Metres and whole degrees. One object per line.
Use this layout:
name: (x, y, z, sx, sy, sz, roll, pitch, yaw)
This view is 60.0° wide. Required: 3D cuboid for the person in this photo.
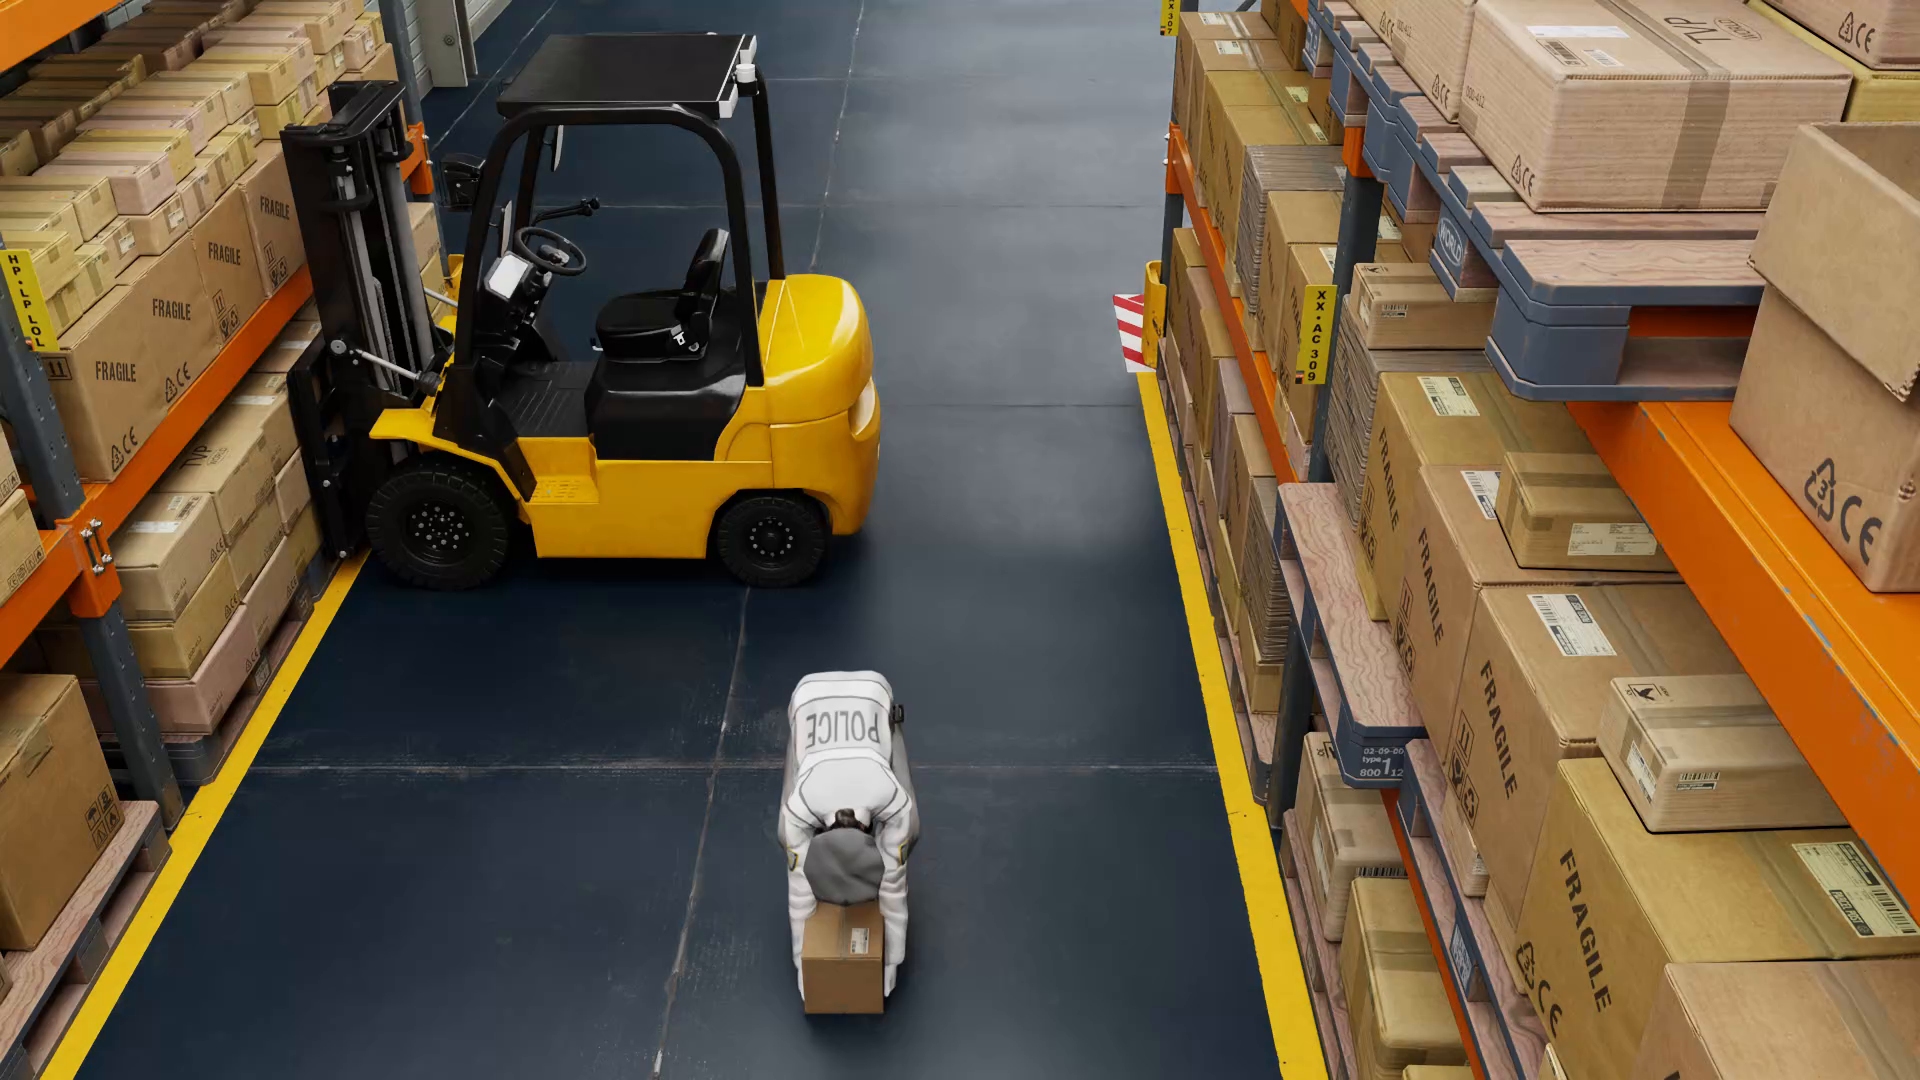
person: (-0.351, 0.475, 5.365, 0.533, 1.662, 0.374, -2, 32, -3)
